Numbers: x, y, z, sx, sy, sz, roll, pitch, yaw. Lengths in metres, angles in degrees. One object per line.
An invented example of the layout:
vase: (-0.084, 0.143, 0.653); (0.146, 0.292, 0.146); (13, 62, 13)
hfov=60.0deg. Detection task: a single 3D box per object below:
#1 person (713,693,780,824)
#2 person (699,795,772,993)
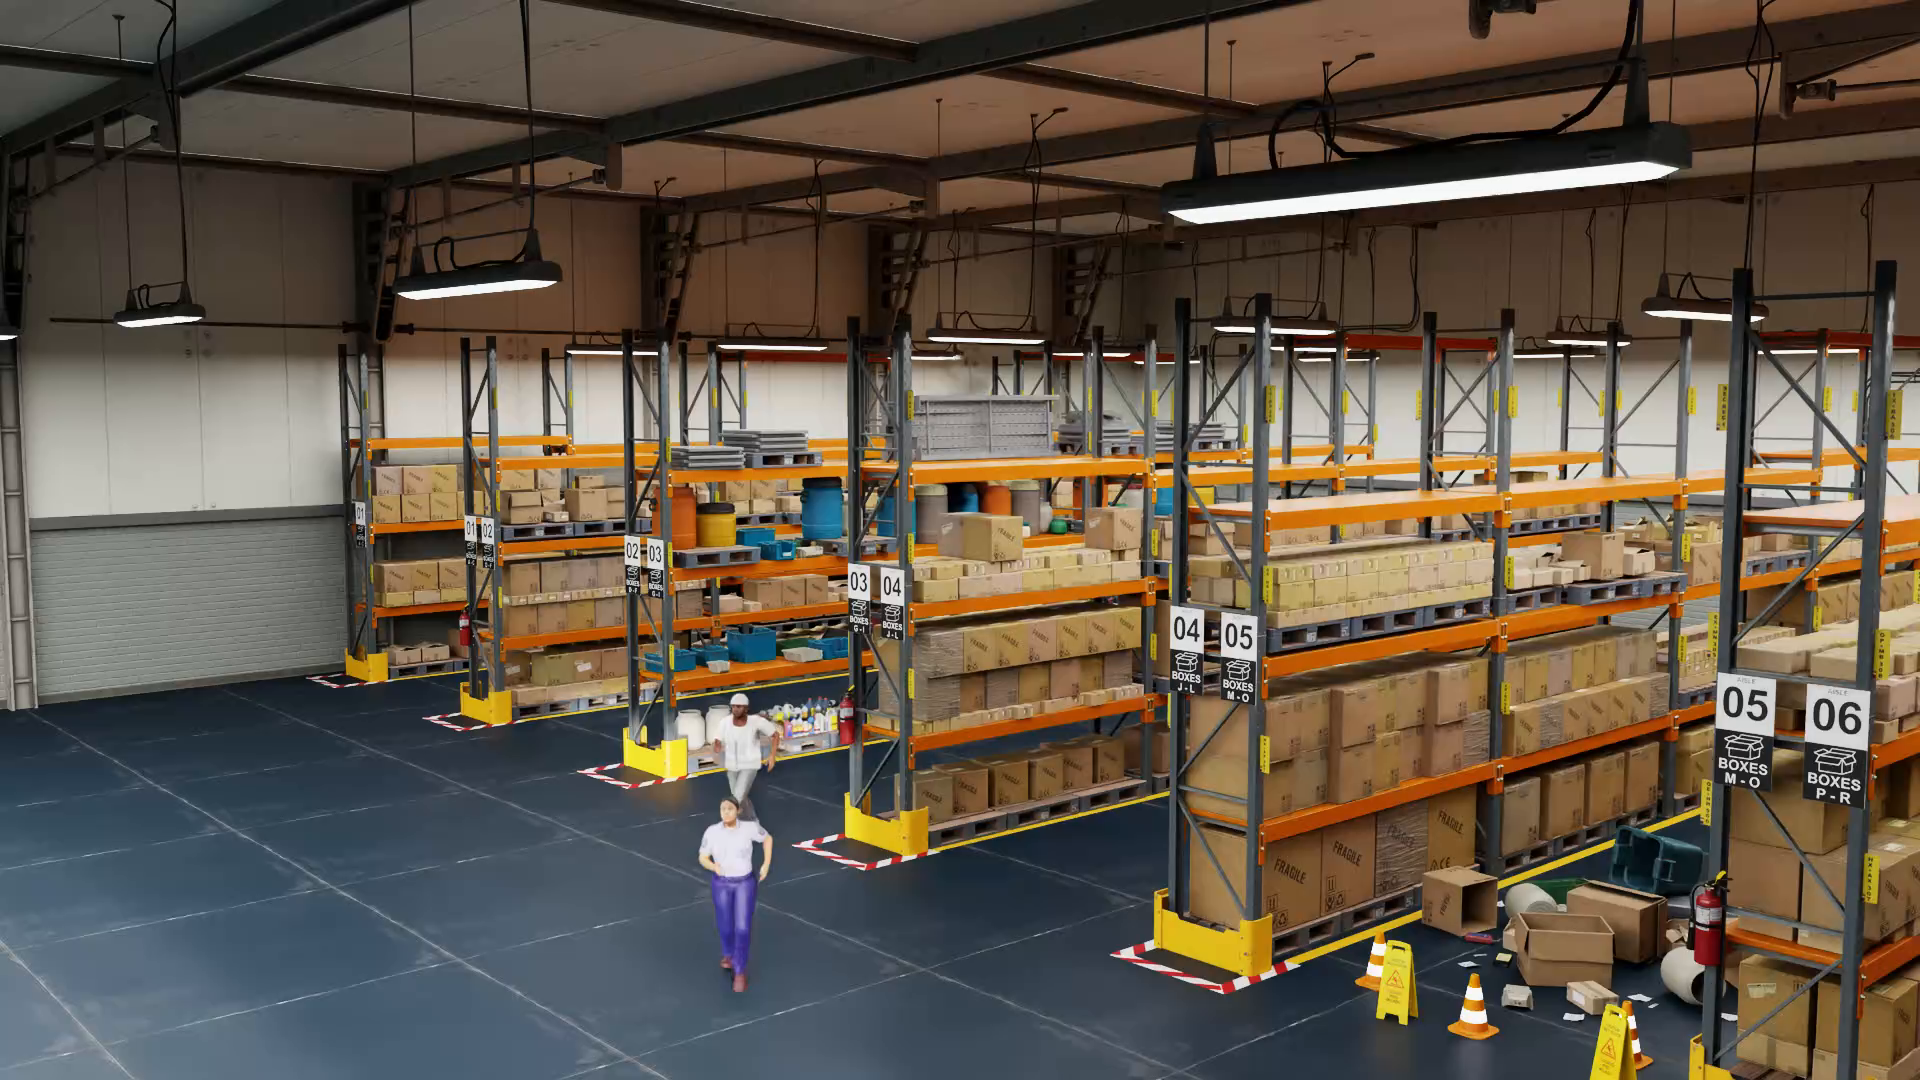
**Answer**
person: (-2.469, 2.612, 18.936); (0.715, 1.773, 0.784); (2, 6, 23)
person: (-1.974, 3.071, 14.570); (0.608, 1.683, 0.733); (0, 5, 1)
